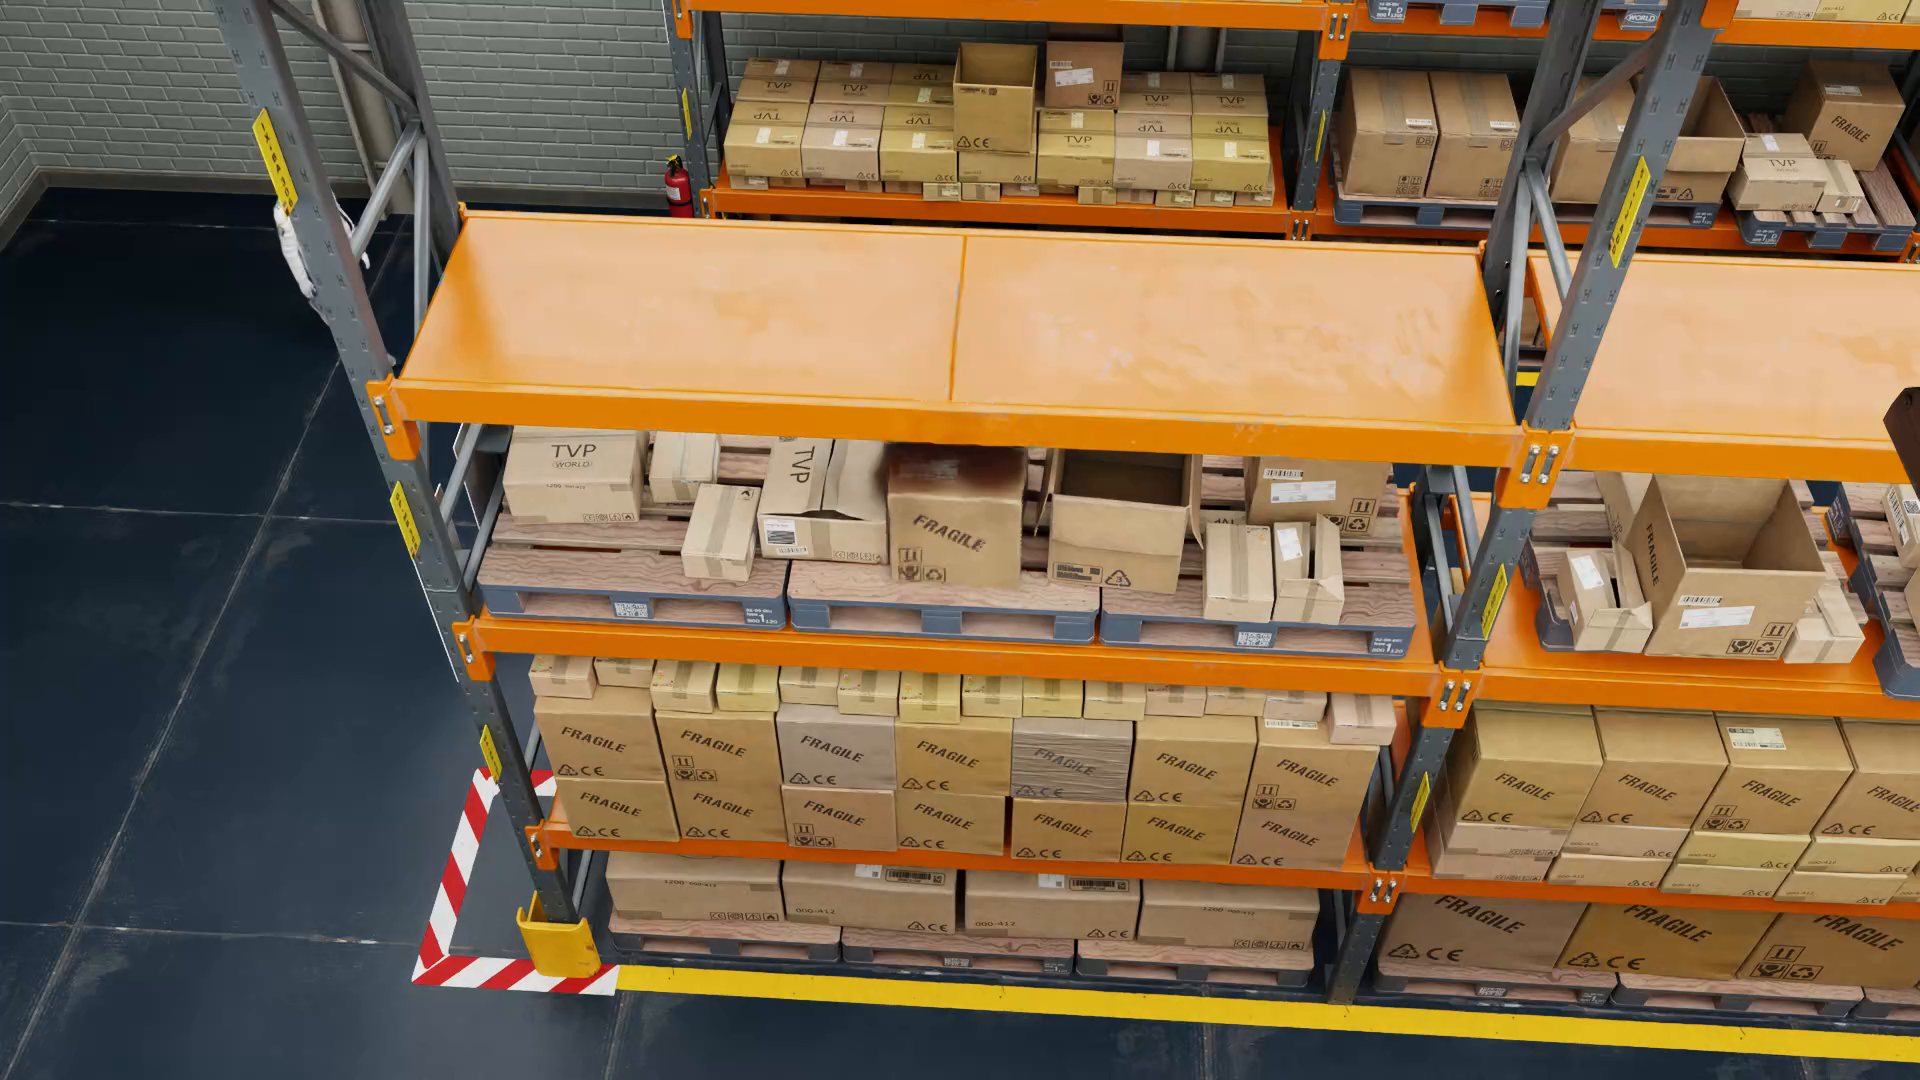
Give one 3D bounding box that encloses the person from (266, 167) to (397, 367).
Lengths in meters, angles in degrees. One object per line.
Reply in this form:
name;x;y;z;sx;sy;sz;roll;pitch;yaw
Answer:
person;-4.356;-1.933;11.368;0.763;1.655;0.523;17;50;15
